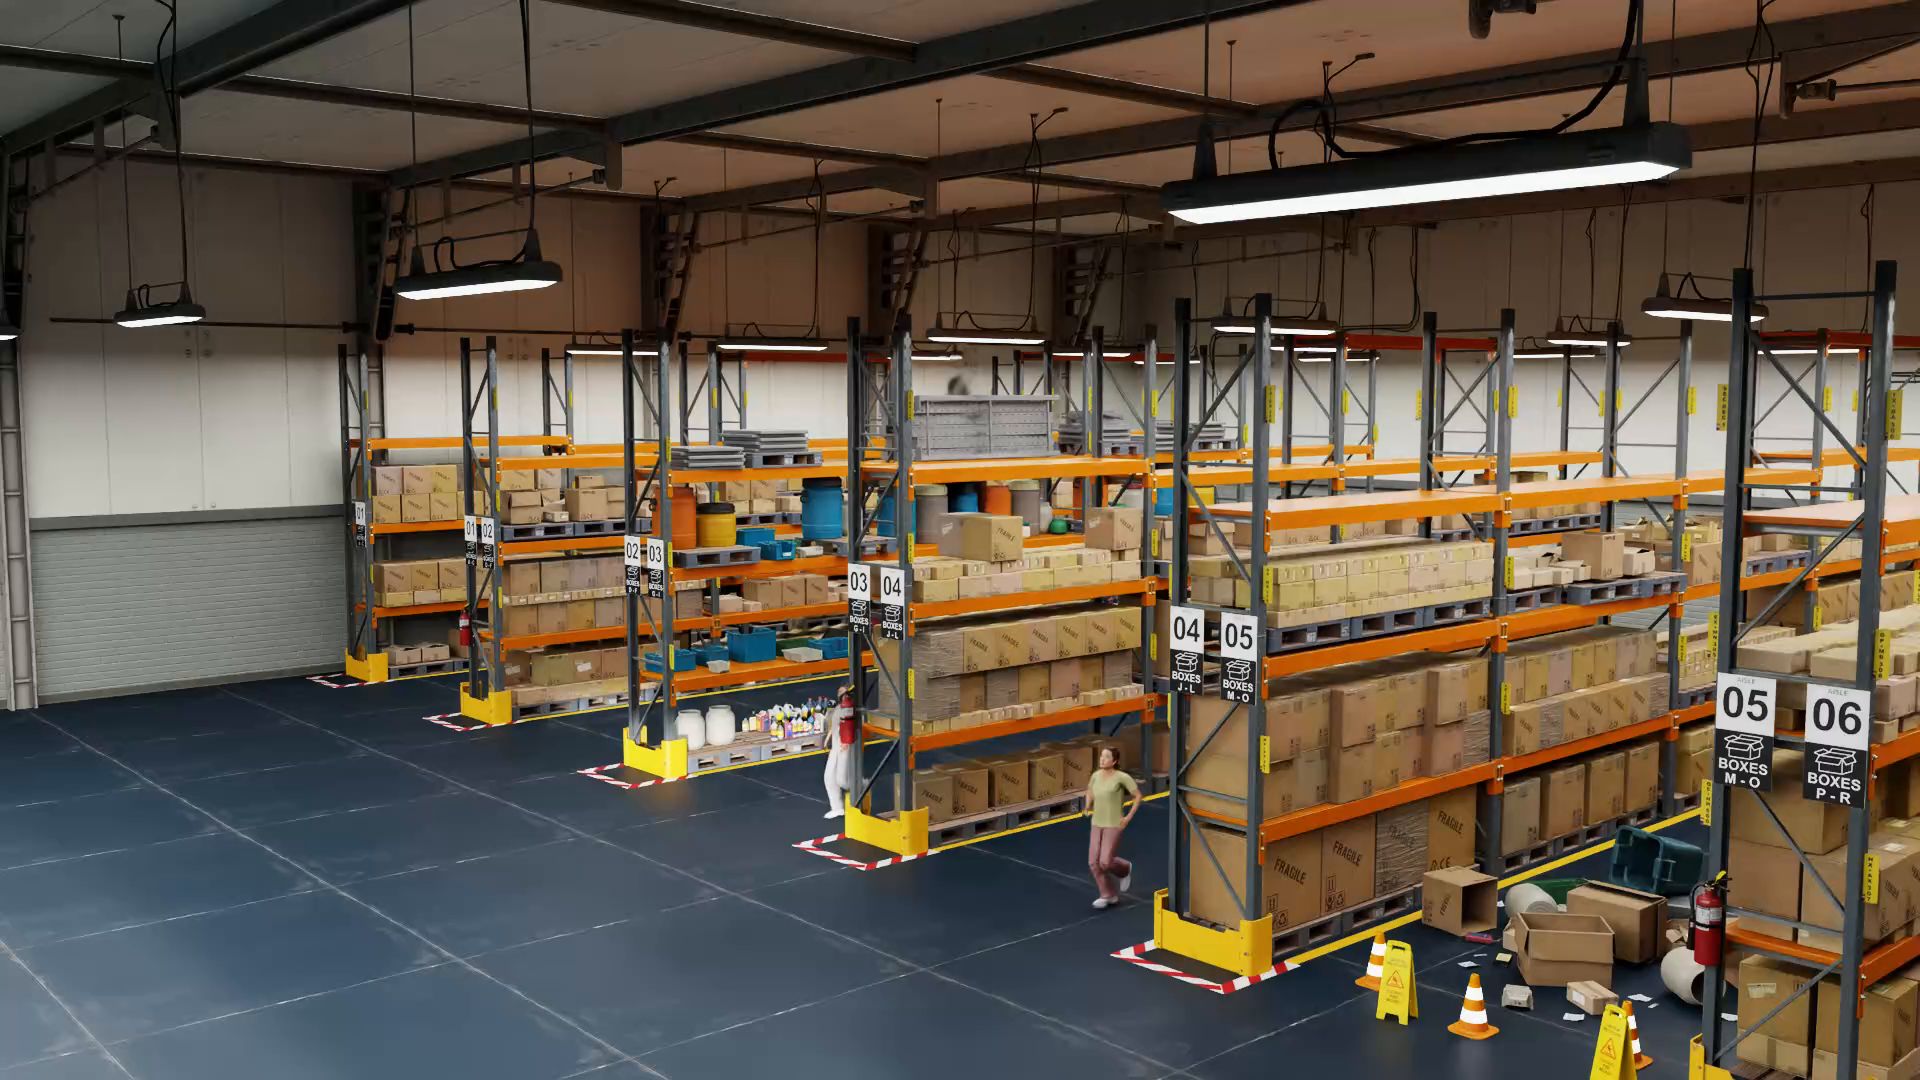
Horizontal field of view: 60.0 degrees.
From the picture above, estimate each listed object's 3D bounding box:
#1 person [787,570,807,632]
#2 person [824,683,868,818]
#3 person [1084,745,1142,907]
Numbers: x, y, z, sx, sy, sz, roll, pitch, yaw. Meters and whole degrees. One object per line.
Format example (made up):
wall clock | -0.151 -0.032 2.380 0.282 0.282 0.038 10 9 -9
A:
person | -3.173 1.397 32.712 0.659 1.674 0.622 4 7 41
person | -1.404 2.549 20.286 0.597 1.618 0.664 5 7 45
person | 1.499 2.863 16.674 0.602 1.631 0.554 4 7 38
